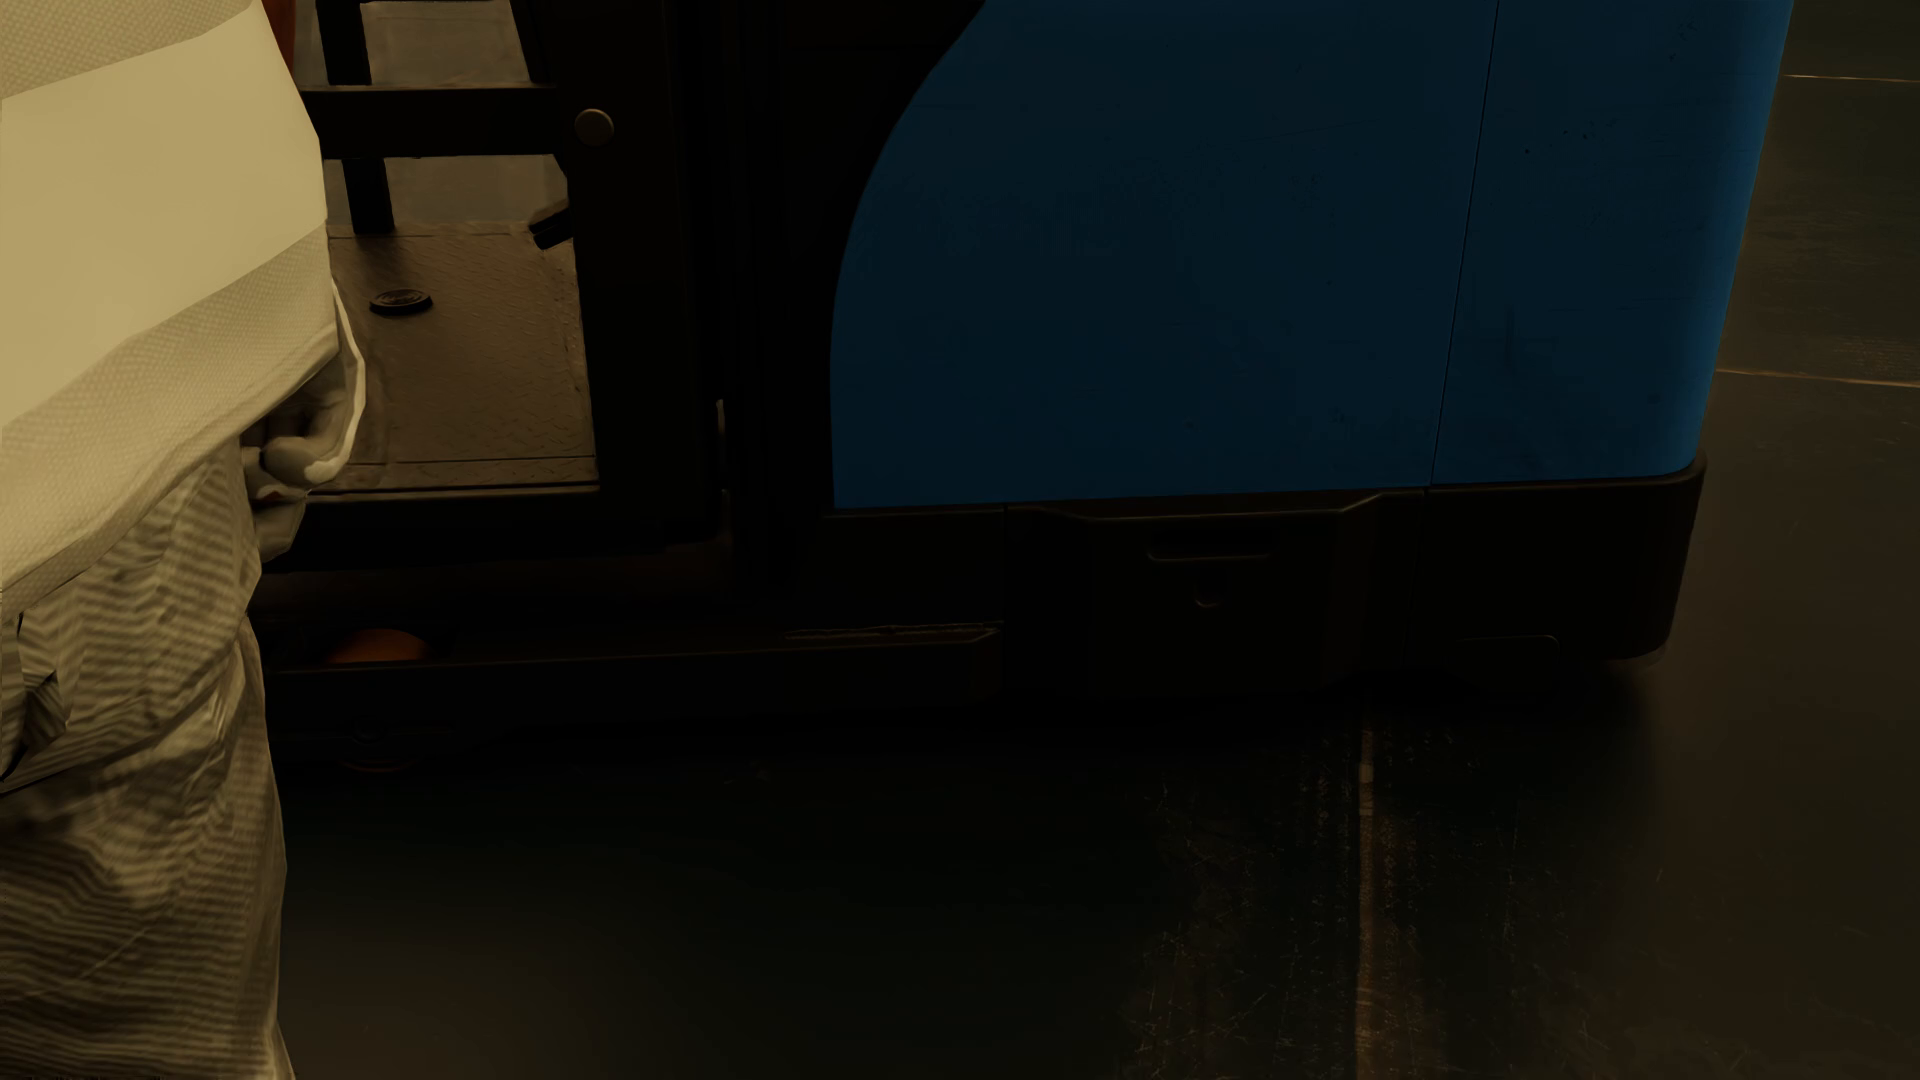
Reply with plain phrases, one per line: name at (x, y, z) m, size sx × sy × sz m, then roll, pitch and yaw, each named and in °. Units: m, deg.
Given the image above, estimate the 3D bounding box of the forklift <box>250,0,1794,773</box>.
forklift at (-0.640, -1.276, 1.775) m, size 3.031 × 2.935 × 1.130 m, roll -2°, pitch 27°, yaw -5°
